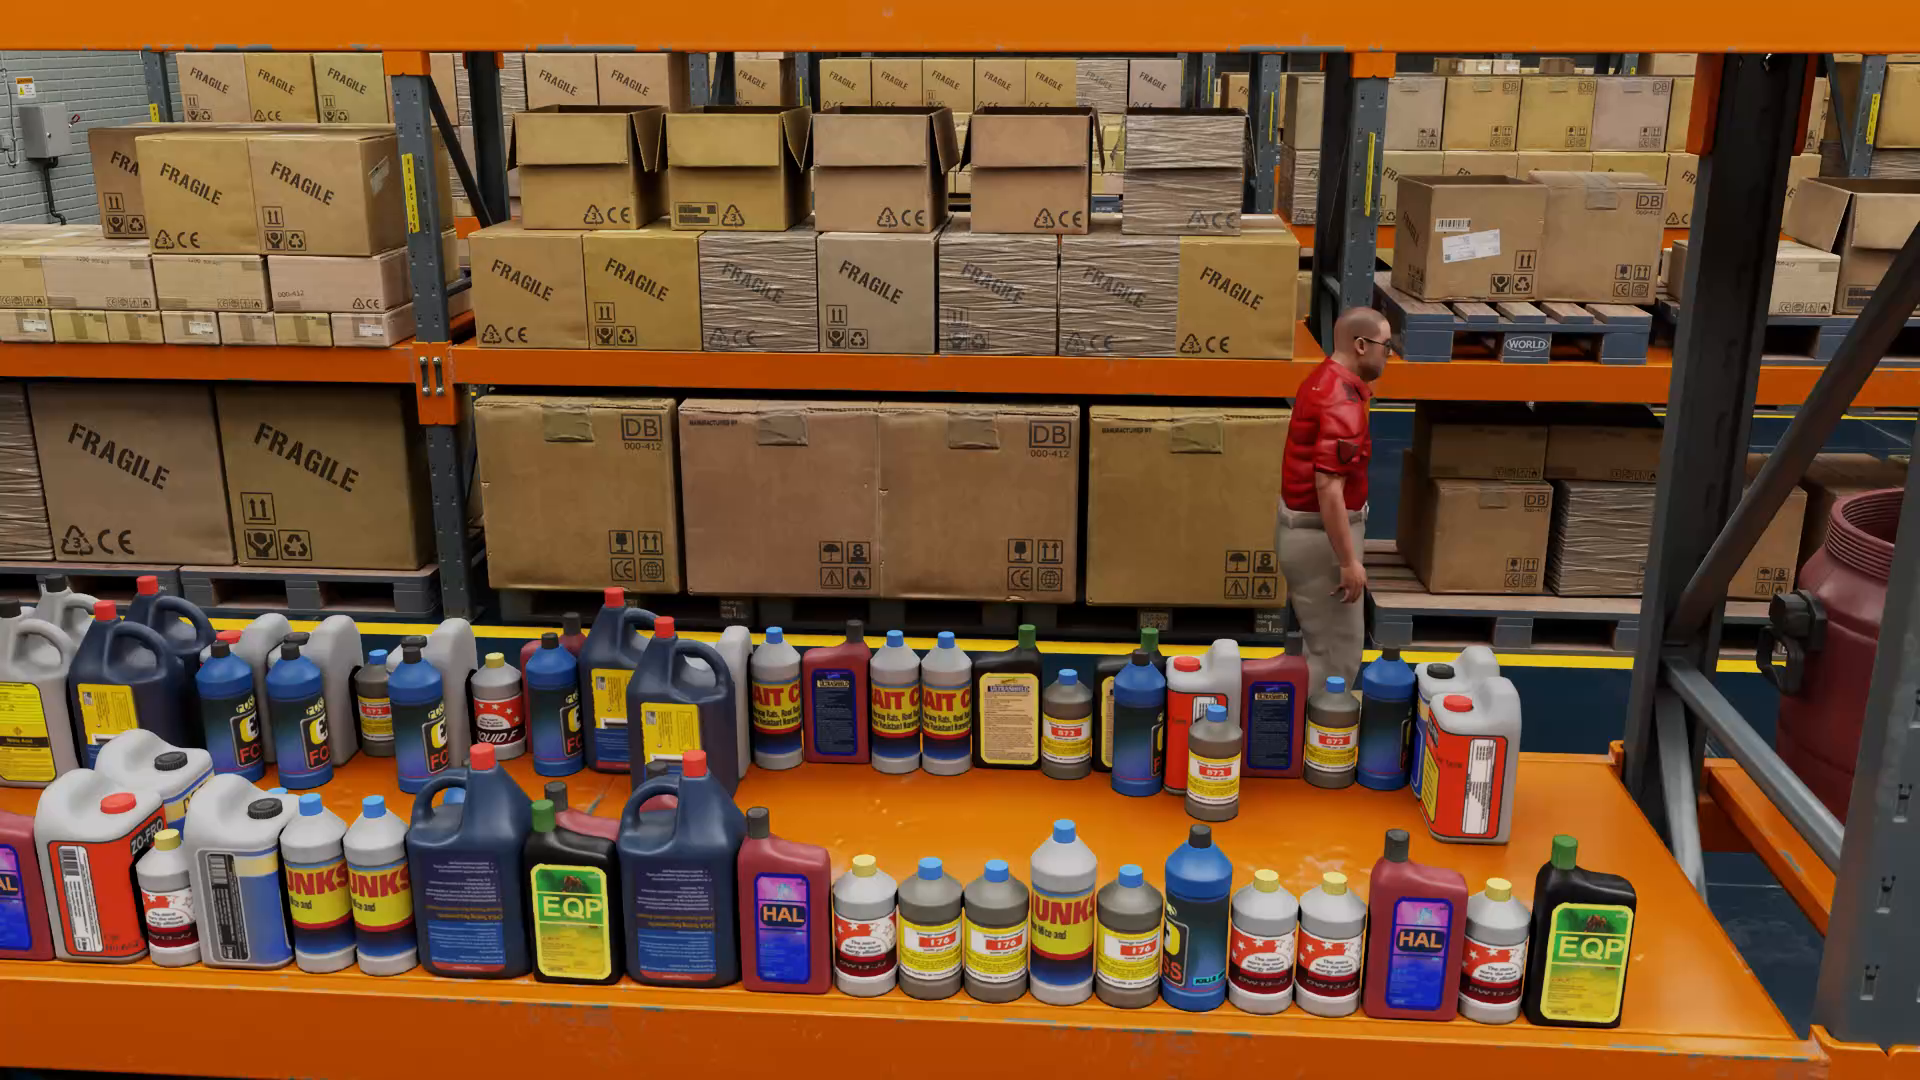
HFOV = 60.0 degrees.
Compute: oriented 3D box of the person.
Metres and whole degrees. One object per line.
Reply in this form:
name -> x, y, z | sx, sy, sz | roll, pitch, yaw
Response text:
person -> 1.340, 0.019, 6.008 | 0.393, 1.727, 0.586 | 1, 17, 4
